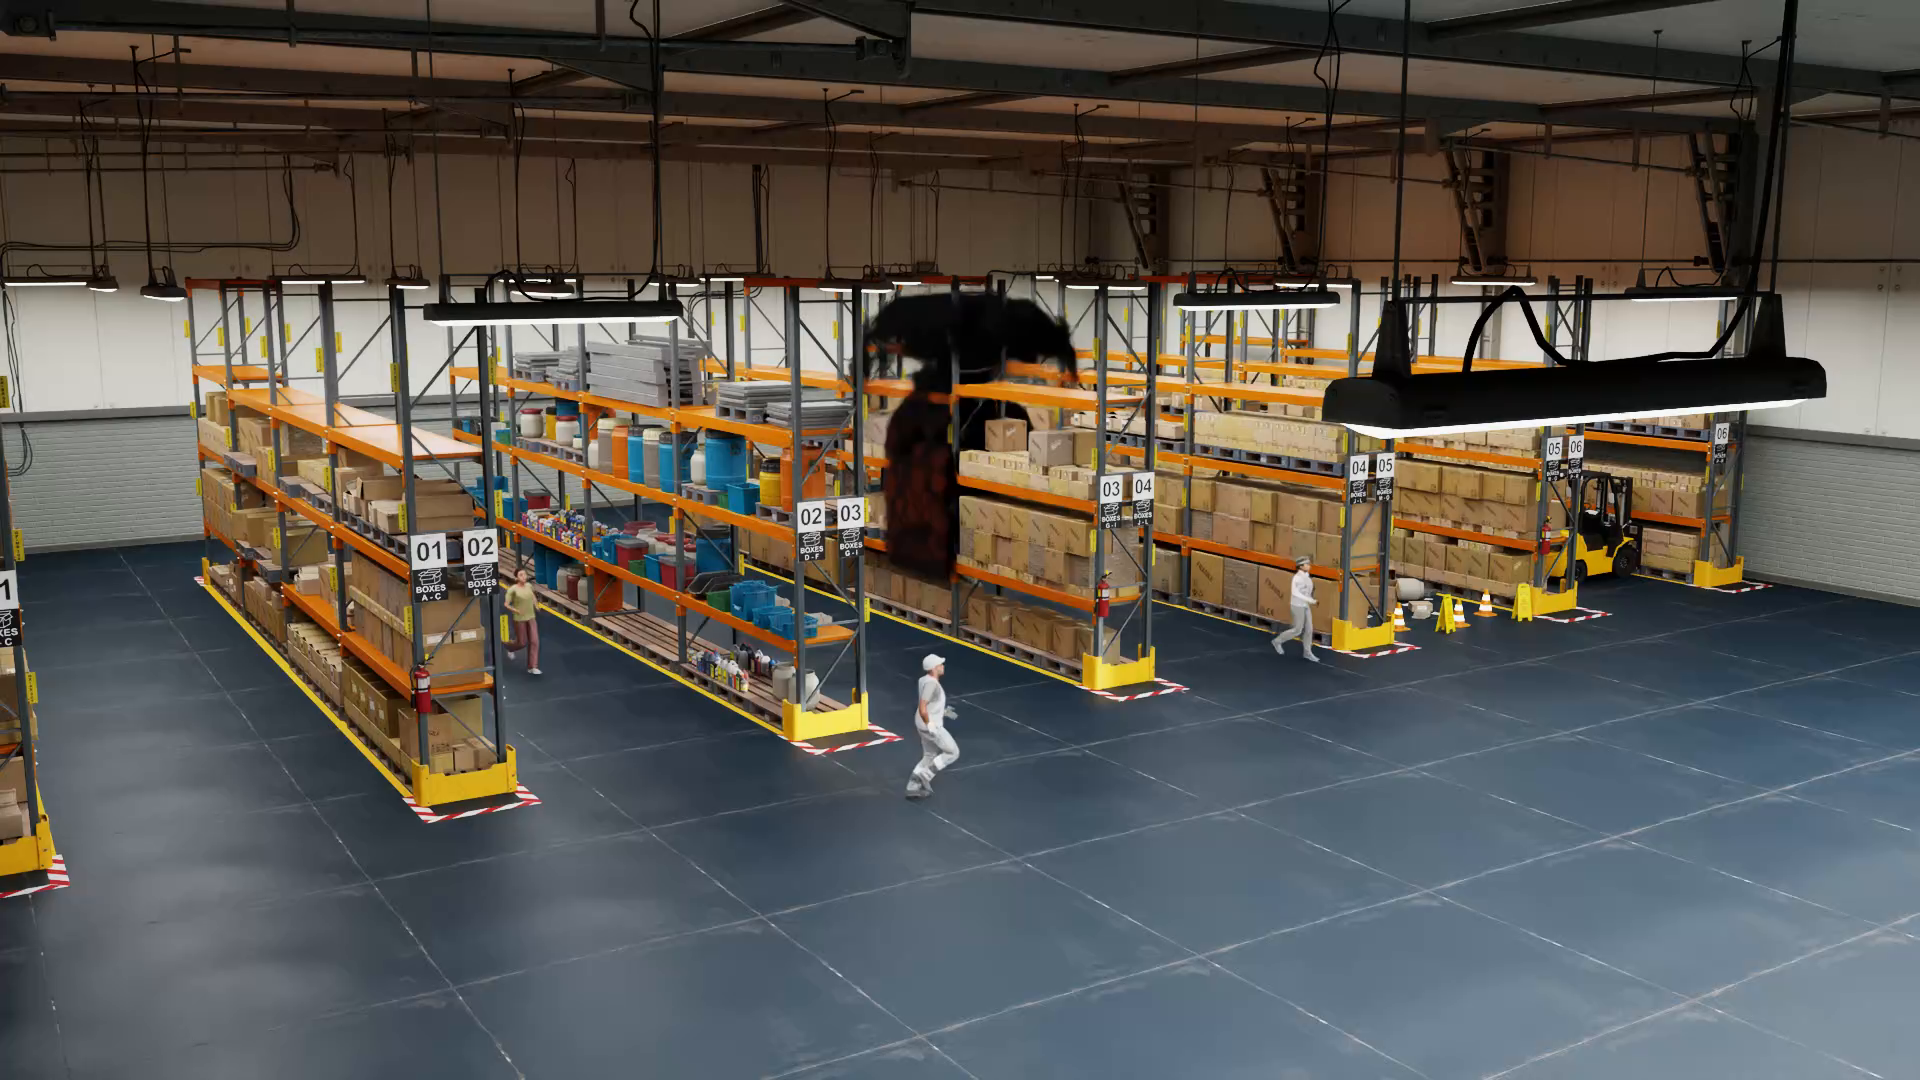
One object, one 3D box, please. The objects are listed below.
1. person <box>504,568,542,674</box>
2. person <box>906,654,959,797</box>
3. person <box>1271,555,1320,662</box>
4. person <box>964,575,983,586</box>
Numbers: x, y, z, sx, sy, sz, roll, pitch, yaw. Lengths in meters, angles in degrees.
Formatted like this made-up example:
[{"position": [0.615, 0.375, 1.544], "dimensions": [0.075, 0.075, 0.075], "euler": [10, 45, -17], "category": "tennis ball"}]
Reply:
[{"position": [-6.758, 1.232, 25.787], "dimensions": [0.593, 1.635, 0.894], "euler": [-9, 13, -43], "category": "person"}, {"position": [-0.315, 2.201, 19.722], "dimensions": [0.660, 1.722, 0.598], "euler": [-2, 10, -14], "category": "person"}, {"position": [5.408, 1.077, 26.609], "dimensions": [0.781, 1.706, 0.639], "euler": [5, 11, 29], "category": "person"}, {"position": [0.233, -0.036, 32.756], "dimensions": [0.684, 1.815, 0.922], "euler": [-7, 12, -37], "category": "person"}]
